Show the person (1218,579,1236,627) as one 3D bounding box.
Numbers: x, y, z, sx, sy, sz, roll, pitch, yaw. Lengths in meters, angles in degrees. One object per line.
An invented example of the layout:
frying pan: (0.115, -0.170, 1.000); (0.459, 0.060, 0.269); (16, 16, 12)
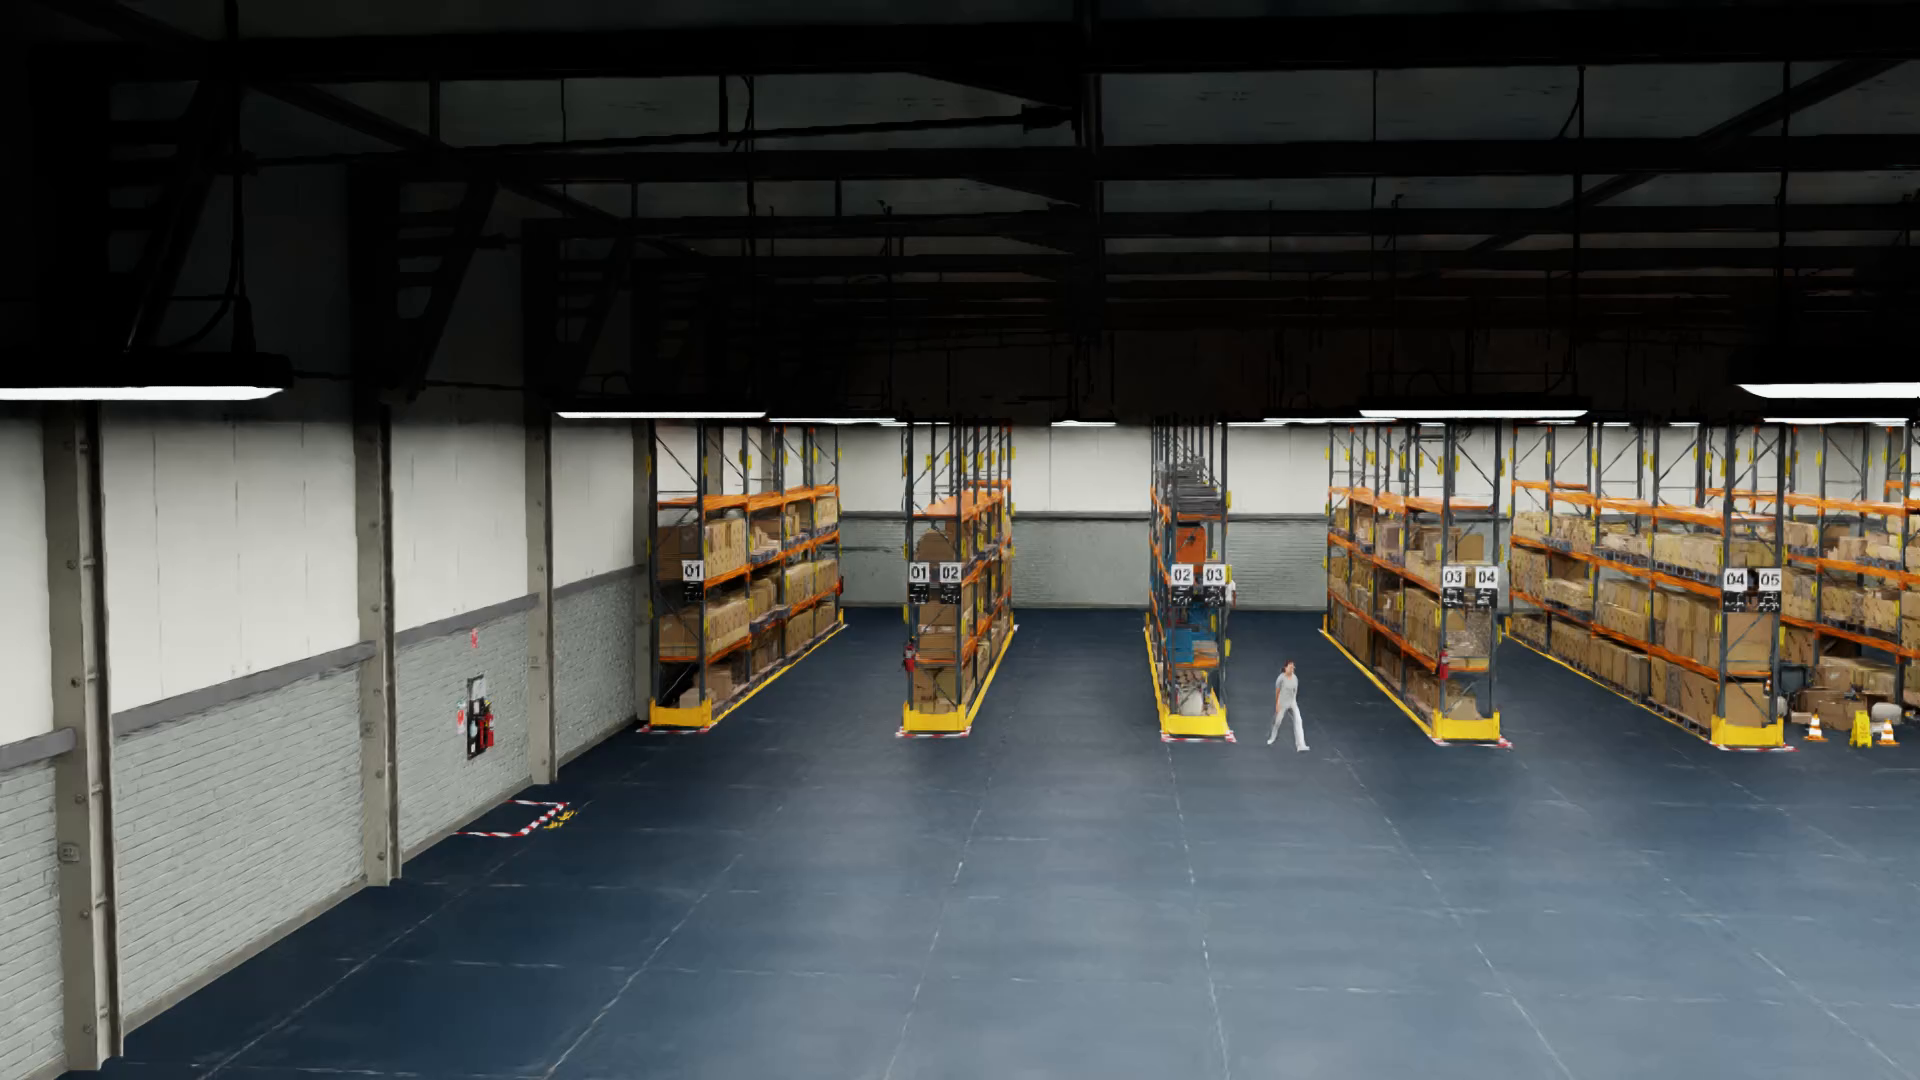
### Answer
person: (7.556, 1.685, 47.327); (0.591, 1.716, 1.042); (0, 4, 4)

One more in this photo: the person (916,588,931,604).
person: (-0.923, 1.846, 45.323); (0.686, 1.666, 0.867); (1, 4, 10)

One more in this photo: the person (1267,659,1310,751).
person: (5.833, 2.921, 29.651); (0.483, 1.622, 0.950); (-1, 4, -17)
